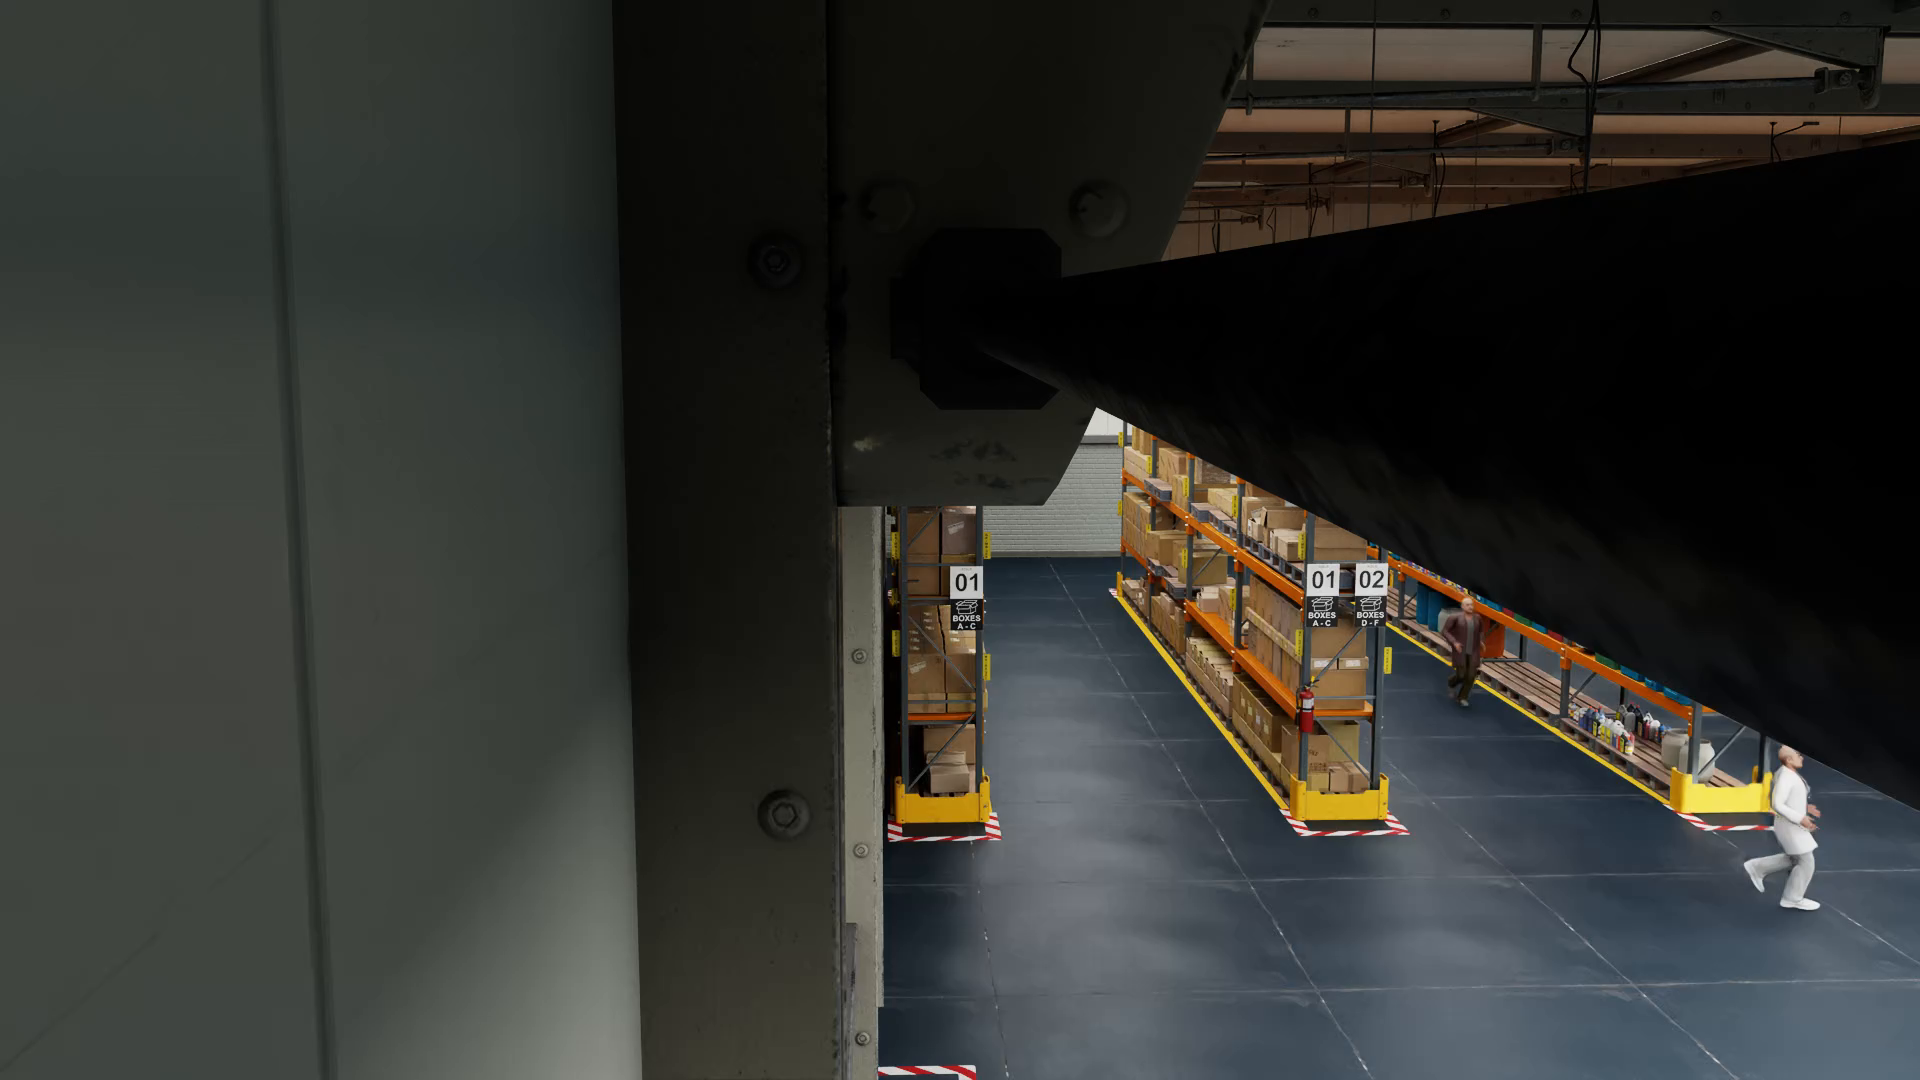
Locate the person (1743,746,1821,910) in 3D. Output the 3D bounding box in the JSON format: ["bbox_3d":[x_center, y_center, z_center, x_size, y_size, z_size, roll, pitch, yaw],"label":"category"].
[{"bbox_3d":[8.710,3.020,17.551,0.753,1.730,0.713,4,9,25],"label":"person"}]

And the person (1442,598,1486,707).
[{"bbox_3d":[8.009,1.771,26.388,0.694,1.730,0.632,-1,8,-7],"label":"person"}]
